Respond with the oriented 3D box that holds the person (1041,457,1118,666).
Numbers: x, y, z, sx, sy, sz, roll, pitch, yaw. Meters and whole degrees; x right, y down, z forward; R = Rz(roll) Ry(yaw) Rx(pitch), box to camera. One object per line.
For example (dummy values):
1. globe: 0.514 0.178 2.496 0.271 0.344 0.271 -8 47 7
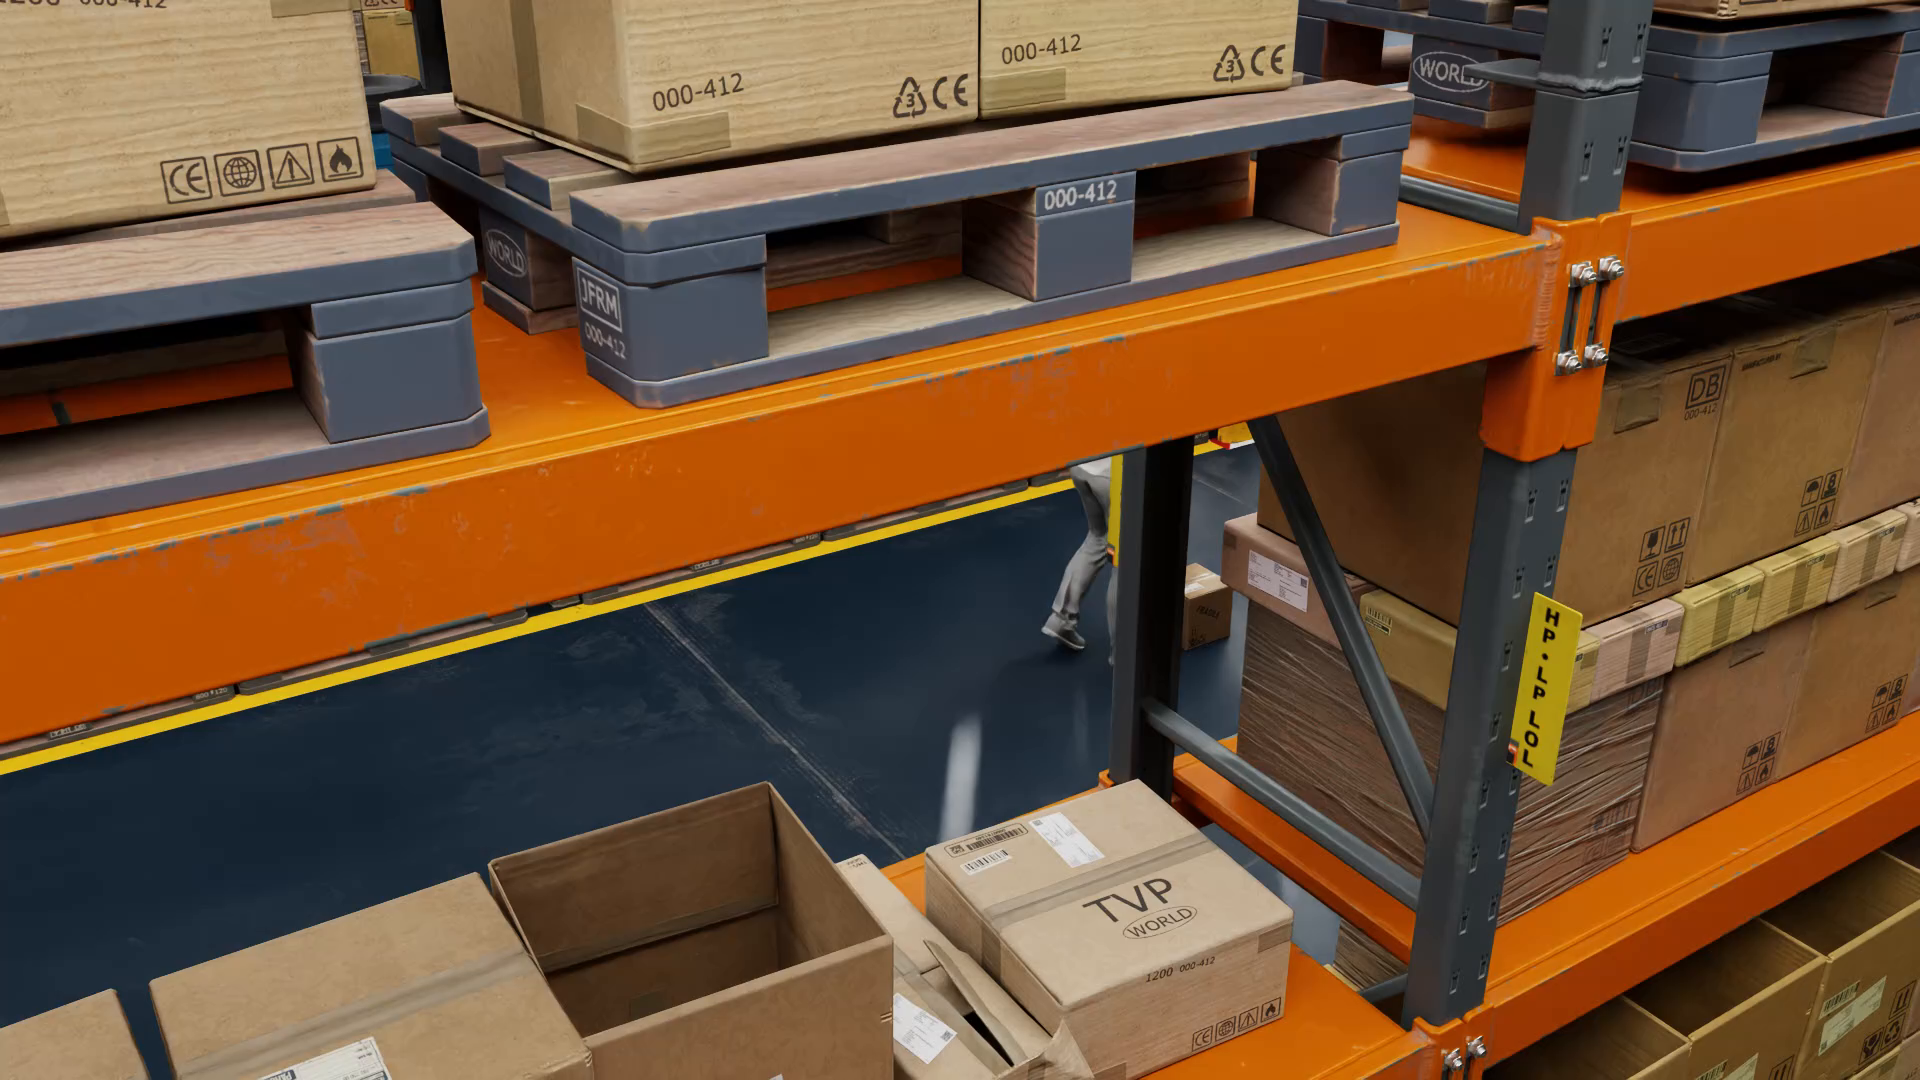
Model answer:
1. person: 0.626 -0.250 6.636 0.466 1.698 0.499 -15 29 -29
